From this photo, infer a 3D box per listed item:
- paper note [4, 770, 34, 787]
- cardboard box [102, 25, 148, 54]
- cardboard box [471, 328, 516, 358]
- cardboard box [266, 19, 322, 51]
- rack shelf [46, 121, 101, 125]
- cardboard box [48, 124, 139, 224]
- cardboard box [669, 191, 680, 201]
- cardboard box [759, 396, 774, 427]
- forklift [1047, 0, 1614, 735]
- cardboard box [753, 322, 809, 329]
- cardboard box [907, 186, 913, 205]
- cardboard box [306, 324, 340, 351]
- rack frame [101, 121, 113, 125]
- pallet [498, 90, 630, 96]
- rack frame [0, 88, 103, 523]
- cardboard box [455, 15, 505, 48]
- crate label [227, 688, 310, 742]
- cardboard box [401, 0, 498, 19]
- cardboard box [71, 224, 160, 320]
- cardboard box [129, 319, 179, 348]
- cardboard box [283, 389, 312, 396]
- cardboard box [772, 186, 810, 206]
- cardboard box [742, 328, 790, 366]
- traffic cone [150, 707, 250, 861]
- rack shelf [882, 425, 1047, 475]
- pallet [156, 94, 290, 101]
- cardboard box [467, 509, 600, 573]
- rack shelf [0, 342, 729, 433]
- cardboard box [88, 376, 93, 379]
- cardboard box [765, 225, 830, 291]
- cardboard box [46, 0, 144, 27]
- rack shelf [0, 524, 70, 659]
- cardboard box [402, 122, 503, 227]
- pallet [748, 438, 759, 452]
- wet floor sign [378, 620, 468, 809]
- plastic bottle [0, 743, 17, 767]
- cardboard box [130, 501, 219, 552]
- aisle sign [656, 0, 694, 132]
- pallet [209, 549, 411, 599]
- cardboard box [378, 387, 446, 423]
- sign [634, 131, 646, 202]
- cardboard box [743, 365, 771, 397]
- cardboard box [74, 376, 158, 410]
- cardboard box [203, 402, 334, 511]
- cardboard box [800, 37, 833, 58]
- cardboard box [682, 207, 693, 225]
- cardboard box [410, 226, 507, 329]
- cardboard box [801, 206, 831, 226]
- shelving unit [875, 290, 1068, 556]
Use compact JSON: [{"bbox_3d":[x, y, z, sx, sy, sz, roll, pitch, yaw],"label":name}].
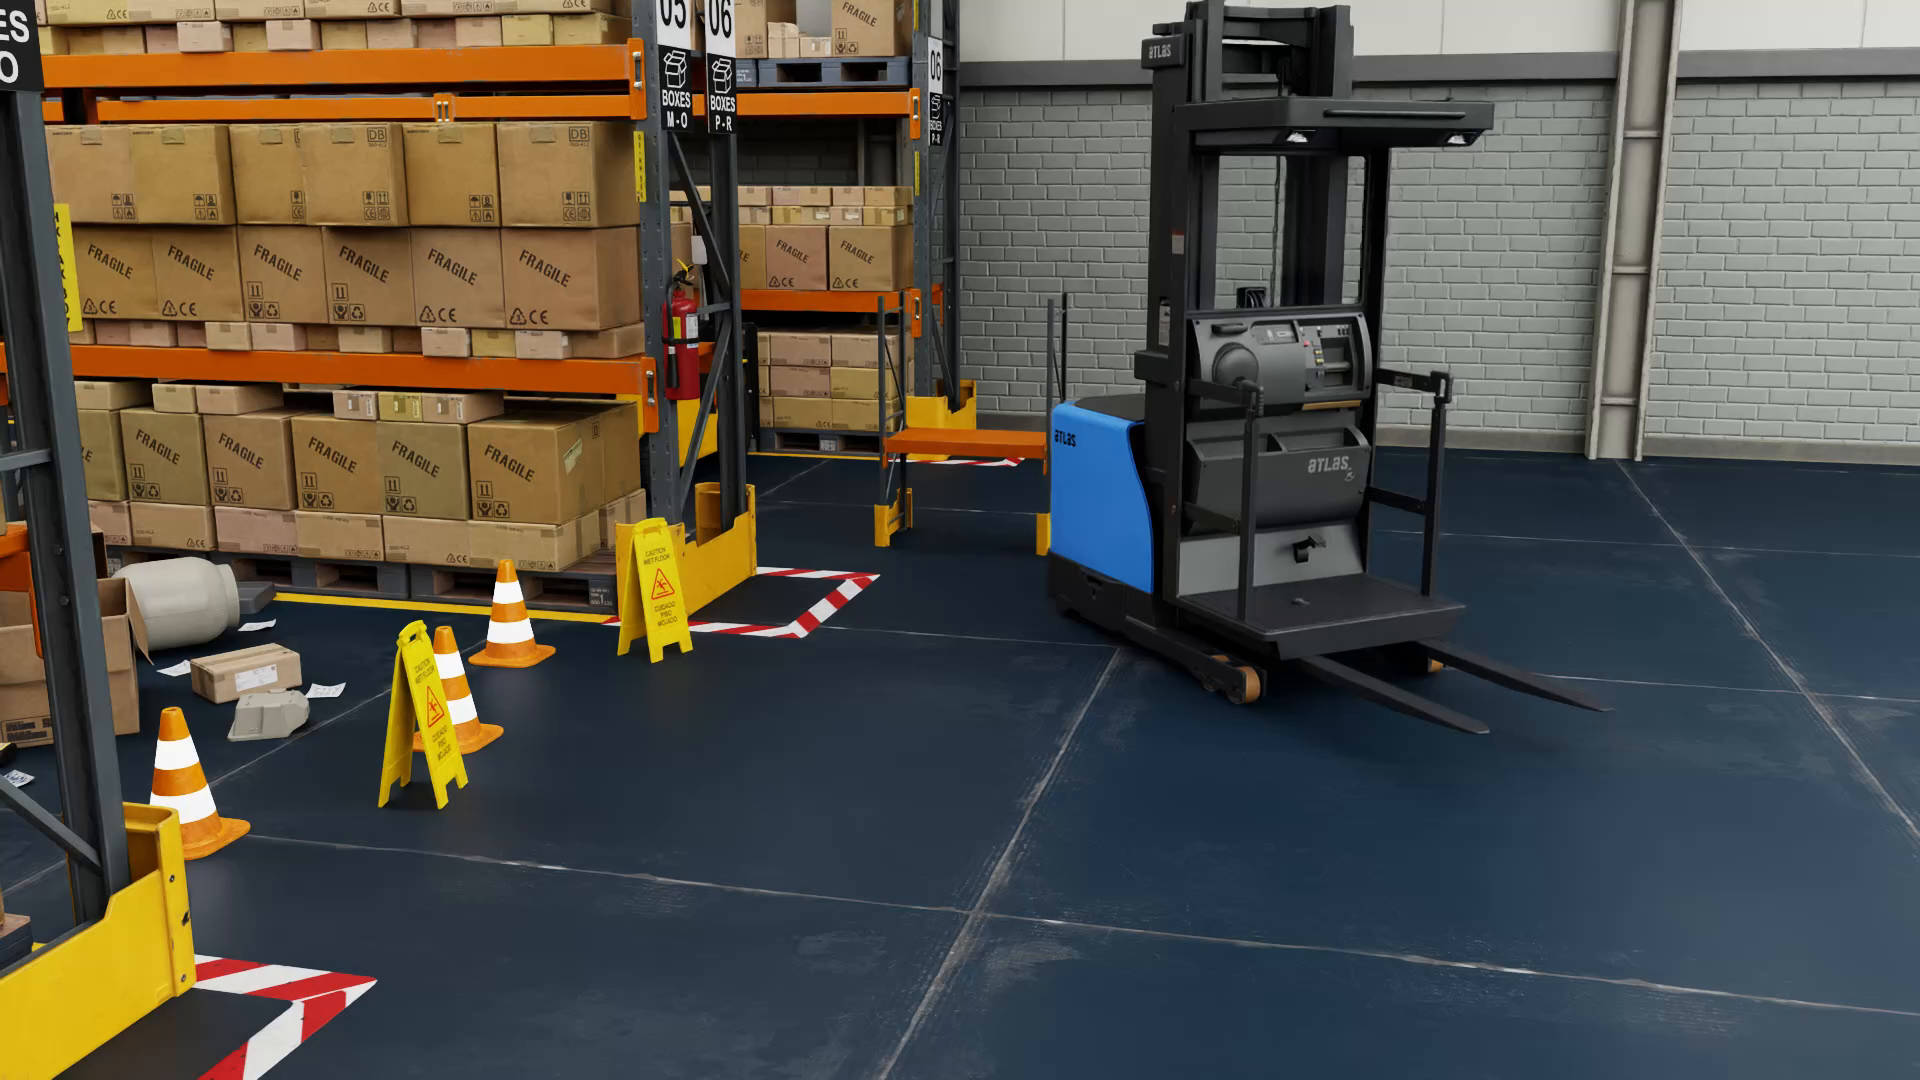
[{"bbox_3d":[-3.528,0.892,6.144,0.142,0.017,0.144,8,15,33],"label":"paper note"},{"bbox_3d":[-4.264,-2.613,8.741,0.250,0.149,0.380,3,13,15],"label":"cardboard box"},{"bbox_3d":[-2.296,-1.027,8.518,0.250,0.149,0.380,3,13,13],"label":"cardboard box"},{"bbox_3d":[-3.281,-2.540,8.409,0.250,0.149,0.380,3,13,13],"label":"cardboard box"},{"bbox_3d":[-9.888,-3.844,15.369,4.000,0.370,1.077,3,13,14],"label":"rack shelf"},{"bbox_3d":[-4.383,-1.958,8.907,0.500,0.500,0.700,3,13,14],"label":"cardboard box"},{"bbox_3d":[-2.309,-2.792,13.476,0.250,0.149,0.380,3,13,14],"label":"cardboard box"},{"bbox_3d":[-1.676,-1.088,13.591,0.500,0.250,0.500,3,13,14],"label":"cardboard box"},{"bbox_3d":[1.536,-0.837,7.241,1.130,2.935,3.031,-6,14,-25],"label":"forklift"},{"bbox_3d":[-1.570,-1.681,13.954,0.500,0.250,0.500,3,13,13],"label":"cardboard box"},{"bbox_3d":[-0.455,-2.785,13.445,0.250,0.149,0.380,3,13,12],"label":"cardboard box"},{"bbox_3d":[-3.259,-1.103,8.860,0.250,0.149,0.380,3,13,14],"label":"cardboard box"},{"bbox_3d":[-7.947,-2.627,15.149,0.127,3.000,1.000,3,13,14],"label":"rack frame"},{"bbox_3d":[-3.229,-3.802,13.723,1.213,0.211,1.003,3,13,14],"label":"pallet"},{"bbox_3d":[-5.249,-1.375,9.507,0.127,3.000,1.000,3,13,14],"label":"rack frame"},{"bbox_3d":[-2.278,-2.496,8.214,0.250,0.149,0.380,3,13,15],"label":"cardboard box"},{"bbox_3d":[-2.806,0.702,6.753,0.298,0.136,0.250,-4,13,-16],"label":"crate label"},{"bbox_3d":[-2.412,-2.703,8.227,0.500,0.250,0.500,3,13,13],"label":"cardboard box"},{"bbox_3d":[-4.395,-1.467,9.002,0.500,0.500,0.500,3,13,13],"label":"cardboard box"},{"bbox_3d":[-4.265,-1.139,9.023,0.250,0.149,0.380,3,13,15],"label":"cardboard box"},{"bbox_3d":[-4.116,-0.604,9.677,0.500,0.500,0.500,3,13,15],"label":"cardboard box"},{"bbox_3d":[-1.309,-2.739,13.241,0.250,0.149,0.380,3,13,14],"label":"cardboard box"},{"bbox_3d":[-1.691,-1.570,13.456,0.500,0.250,0.500,3,13,14],"label":"cardboard box"},{"bbox_3d":[-2.629,0.791,5.601,0.334,0.463,0.336,3,13,14],"label":"traffic cone"},{"bbox_3d":[0.083,-0.552,10.090,1.000,0.185,0.538,3,13,14],"label":"rack shelf"},{"bbox_3d":[-6.180,-3.925,14.511,1.213,0.211,1.003,4,13,16],"label":"pallet"},{"bbox_3d":[-2.238,-0.017,8.764,0.500,0.250,0.500,3,13,13],"label":"cardboard box"},{"bbox_3d":[-3.307,-0.920,9.117,4.000,0.370,1.077,3,13,14],"label":"rack shelf"},{"bbox_3d":[-8.289,-1.692,15.738,0.500,0.500,0.500,4,13,16],"label":"cardboard box"},{"bbox_3d":[-1.222,-2.260,13.263,0.500,0.500,0.500,3,13,15],"label":"cardboard box"},{"bbox_3d":[-4.384,-2.806,8.692,0.500,0.250,0.500,3,13,13],"label":"cardboard box"},{"bbox_3d":[-4.395,0.126,4.402,4.000,0.370,1.077,3,13,14],"label":"rack shelf"},{"bbox_3d":[-2.403,-1.858,8.458,0.500,0.500,0.700,3,13,14],"label":"cardboard box"},{"bbox_3d":[-2.113,-0.945,14.006,1.213,0.211,1.003,3,13,14],"label":"pallet"},{"bbox_3d":[-1.951,0.613,5.981,0.232,0.644,0.267,1,13,4],"label":"wet floor sign"},{"bbox_3d":[-3.788,0.826,6.368,0.283,0.061,0.133,-1,13,-6],"label":"plastic bottle"},{"bbox_3d":[-4.220,-0.125,9.252,0.500,0.250,0.500,4,13,17],"label":"cardboard box"},{"bbox_3d":[-1.375,-2.373,8.001,0.004,0.787,0.394,3,13,14],"label":"aisle sign"},{"bbox_3d":[-3.400,0.076,9.402,1.213,0.211,1.003,3,13,14],"label":"pallet"},{"bbox_3d":[-2.821,-0.719,8.697,0.250,0.149,0.380,3,13,14],"label":"cardboard box"},{"bbox_3d":[-1.518,-1.772,7.891,0.005,0.325,0.100,3,13,14],"label":"sign"},{"bbox_3d":[-1.718,-1.329,13.521,0.500,0.250,0.500,3,13,12],"label":"cardboard box"},{"bbox_3d":[-4.634,-0.814,9.128,0.250,0.149,0.380,3,13,14],"label":"cardboard box"},{"bbox_3d":[-3.715,-0.464,9.048,0.500,0.500,0.500,4,13,16],"label":"cardboard box"},{"bbox_3d":[-1.057,-3.786,12.829,0.250,0.149,0.380,3,13,12],"label":"cardboard box"},{"bbox_3d":[-2.055,-2.630,13.432,0.250,0.149,0.380,3,13,13],"label":"cardboard box"},{"bbox_3d":[-2.443,-1.359,8.516,0.500,0.500,0.500,3,13,14],"label":"cardboard box"},{"bbox_3d":[-1.076,-2.570,13.162,0.250,0.149,0.380,3,13,15],"label":"cardboard box"},{"bbox_3d":[0.074,-0.728,10.053,1.083,1.500,0.587,3,13,14],"label":"shelving unit"}]
